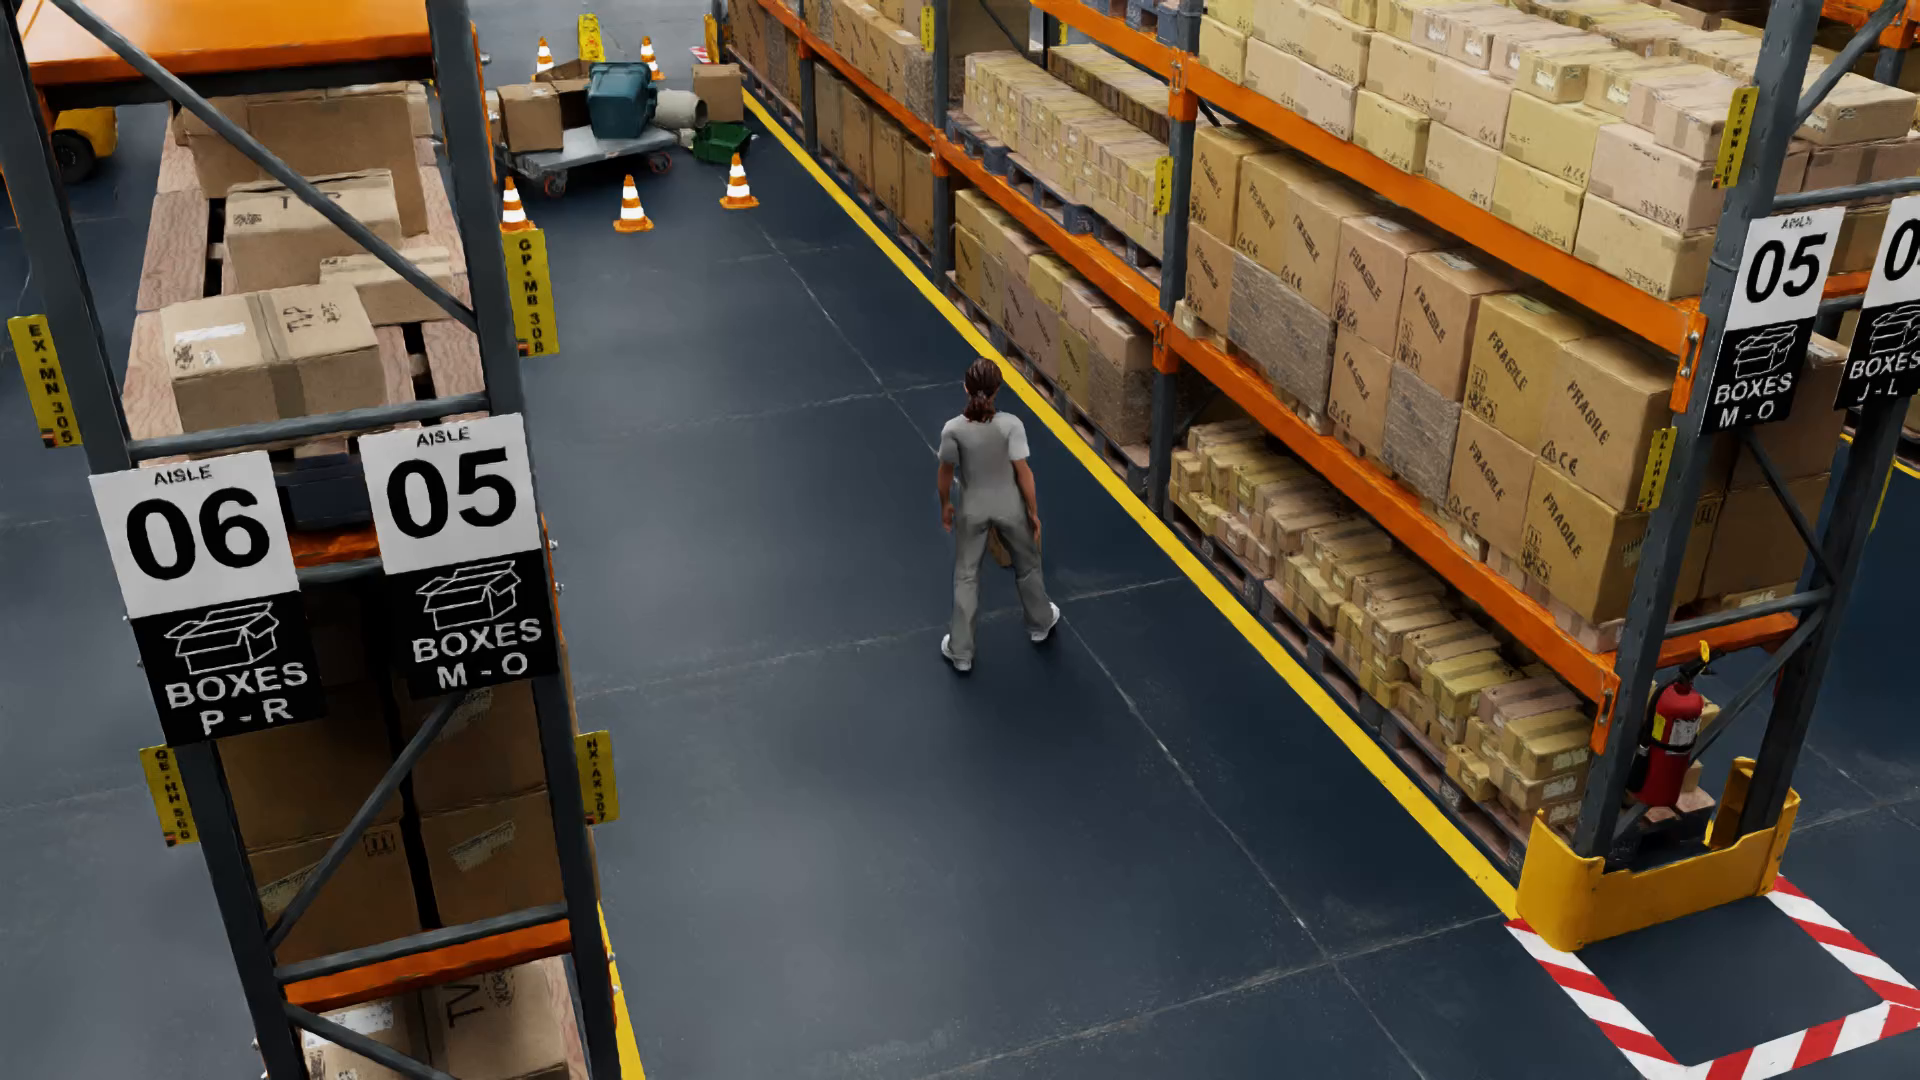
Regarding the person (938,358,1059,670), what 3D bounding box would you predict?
[{"bbox_3d":[0.203,-0.163,8.587,0.629,1.663,0.618,4,30,6],"label":"person"}]
